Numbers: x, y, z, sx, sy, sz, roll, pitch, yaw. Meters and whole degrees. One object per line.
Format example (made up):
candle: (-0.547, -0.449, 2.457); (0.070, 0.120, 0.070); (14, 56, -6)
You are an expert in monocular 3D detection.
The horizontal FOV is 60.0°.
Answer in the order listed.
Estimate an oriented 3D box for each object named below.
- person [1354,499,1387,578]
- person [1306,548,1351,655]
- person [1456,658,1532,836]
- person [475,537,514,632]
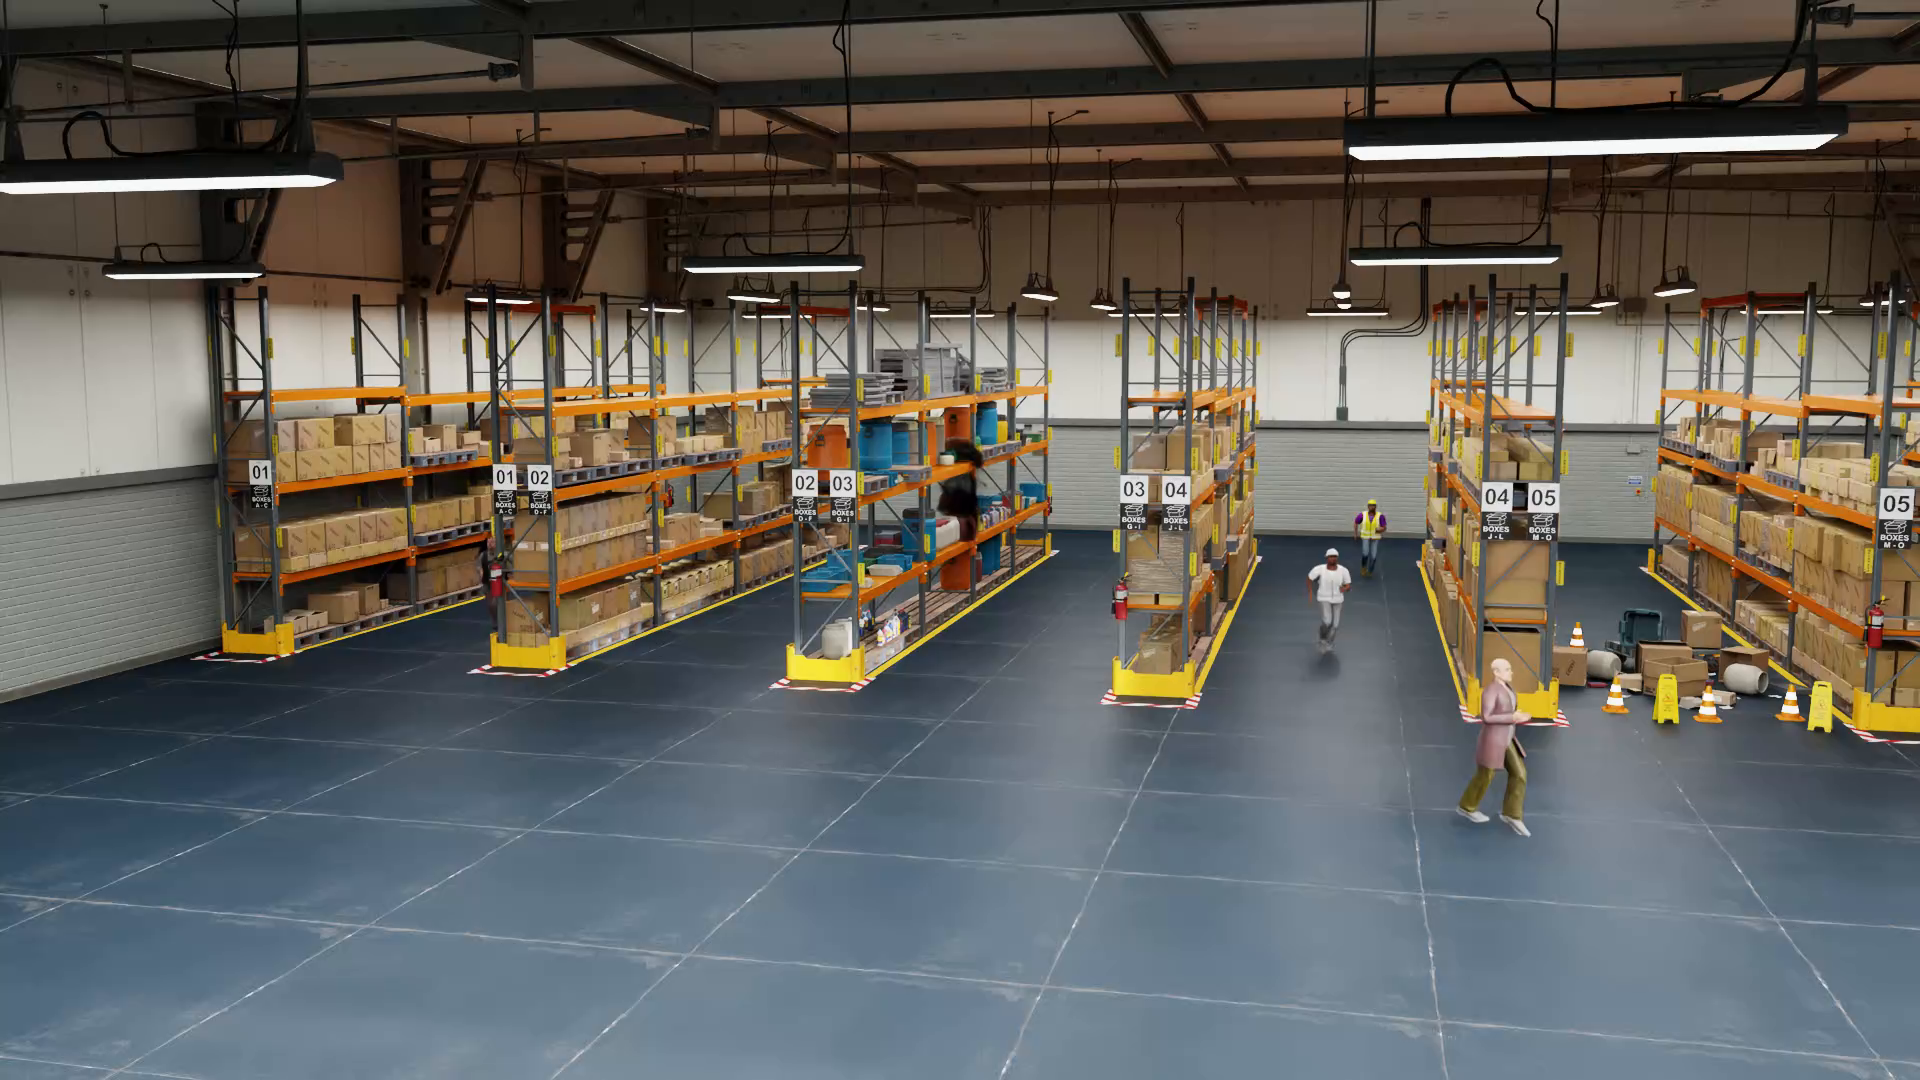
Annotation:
person: (8.925, -0.022, 36.180); (0.684, 1.728, 0.631); (1, 7, 10)
person: (6.052, 1.008, 27.166); (0.676, 1.742, 0.673); (0, 7, -2)
person: (5.584, 2.136, 17.300); (0.699, 1.837, 0.811); (-6, 9, -42)
person: (-8.153, 0.824, 29.147); (0.669, 1.777, 0.726); (1, 7, 8)
